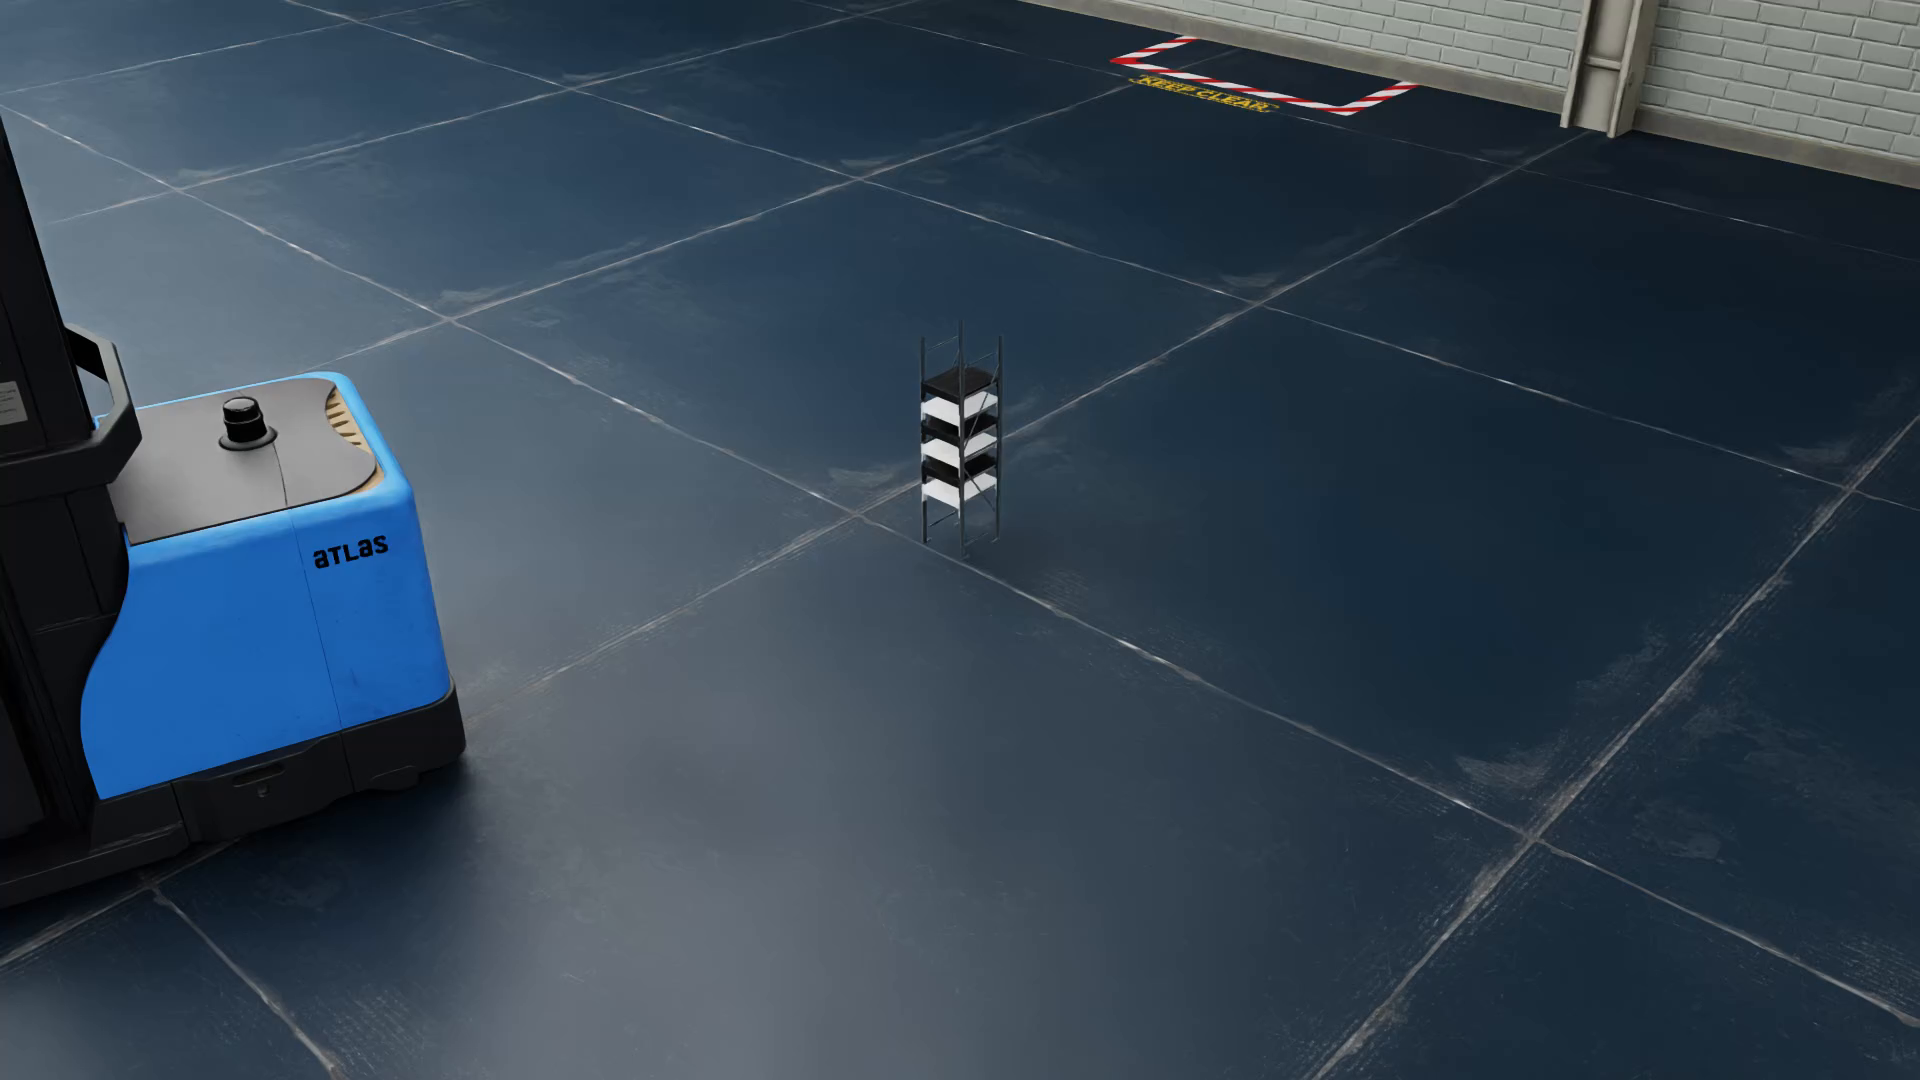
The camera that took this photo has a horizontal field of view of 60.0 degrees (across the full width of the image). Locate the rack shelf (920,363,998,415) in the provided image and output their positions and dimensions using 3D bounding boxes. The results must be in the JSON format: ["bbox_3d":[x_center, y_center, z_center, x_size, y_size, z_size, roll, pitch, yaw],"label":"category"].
[{"bbox_3d":[0.006,-0.585,6.391,0.200,0.077,0.258,25,39,35],"label":"rack shelf"}]

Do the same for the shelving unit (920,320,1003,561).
[{"bbox_3d":[0.006,-0.383,6.513,0.210,0.900,0.258,25,39,35],"label":"shelving unit"}]

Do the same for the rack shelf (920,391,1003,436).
[{"bbox_3d":[0.006,-0.508,6.438,0.200,0.077,0.258,25,39,35],"label":"rack shelf"}]

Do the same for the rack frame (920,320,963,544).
[{"bbox_3d":[-0.069,-0.418,6.572,0.006,0.900,0.240,25,39,35],"label":"rack frame"}]

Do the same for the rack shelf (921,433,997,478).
[{"bbox_3d":[0.006,-0.354,6.530,0.200,0.077,0.258,25,39,35],"label":"rack shelf"}]

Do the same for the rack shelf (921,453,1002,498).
[{"bbox_3d":[0.006,-0.277,6.577,0.200,0.077,0.258,25,39,35],"label":"rack shelf"}]

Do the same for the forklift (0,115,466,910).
[{"bbox_3d":[-3.167,-0.340,4.474,3.031,2.935,1.130,-16,35,-25],"label":"forklift"}]

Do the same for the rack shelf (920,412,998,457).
[{"bbox_3d":[0.006,-0.431,6.484,0.200,0.077,0.258,25,39,35],"label":"rack shelf"}]

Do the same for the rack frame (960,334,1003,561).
[{"bbox_3d":[0.081,-0.348,6.455,0.006,0.900,0.240,25,39,35],"label":"rack frame"}]

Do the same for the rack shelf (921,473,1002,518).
[{"bbox_3d":[0.006,-0.200,6.623,0.200,0.077,0.258,25,39,35],"label":"rack shelf"}]

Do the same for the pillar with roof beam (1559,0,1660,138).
[{"bbox_3d":[1.506,-5.061,6.432,0.400,9.000,9.100,25,39,35],"label":"pillar with roof beam"}]
